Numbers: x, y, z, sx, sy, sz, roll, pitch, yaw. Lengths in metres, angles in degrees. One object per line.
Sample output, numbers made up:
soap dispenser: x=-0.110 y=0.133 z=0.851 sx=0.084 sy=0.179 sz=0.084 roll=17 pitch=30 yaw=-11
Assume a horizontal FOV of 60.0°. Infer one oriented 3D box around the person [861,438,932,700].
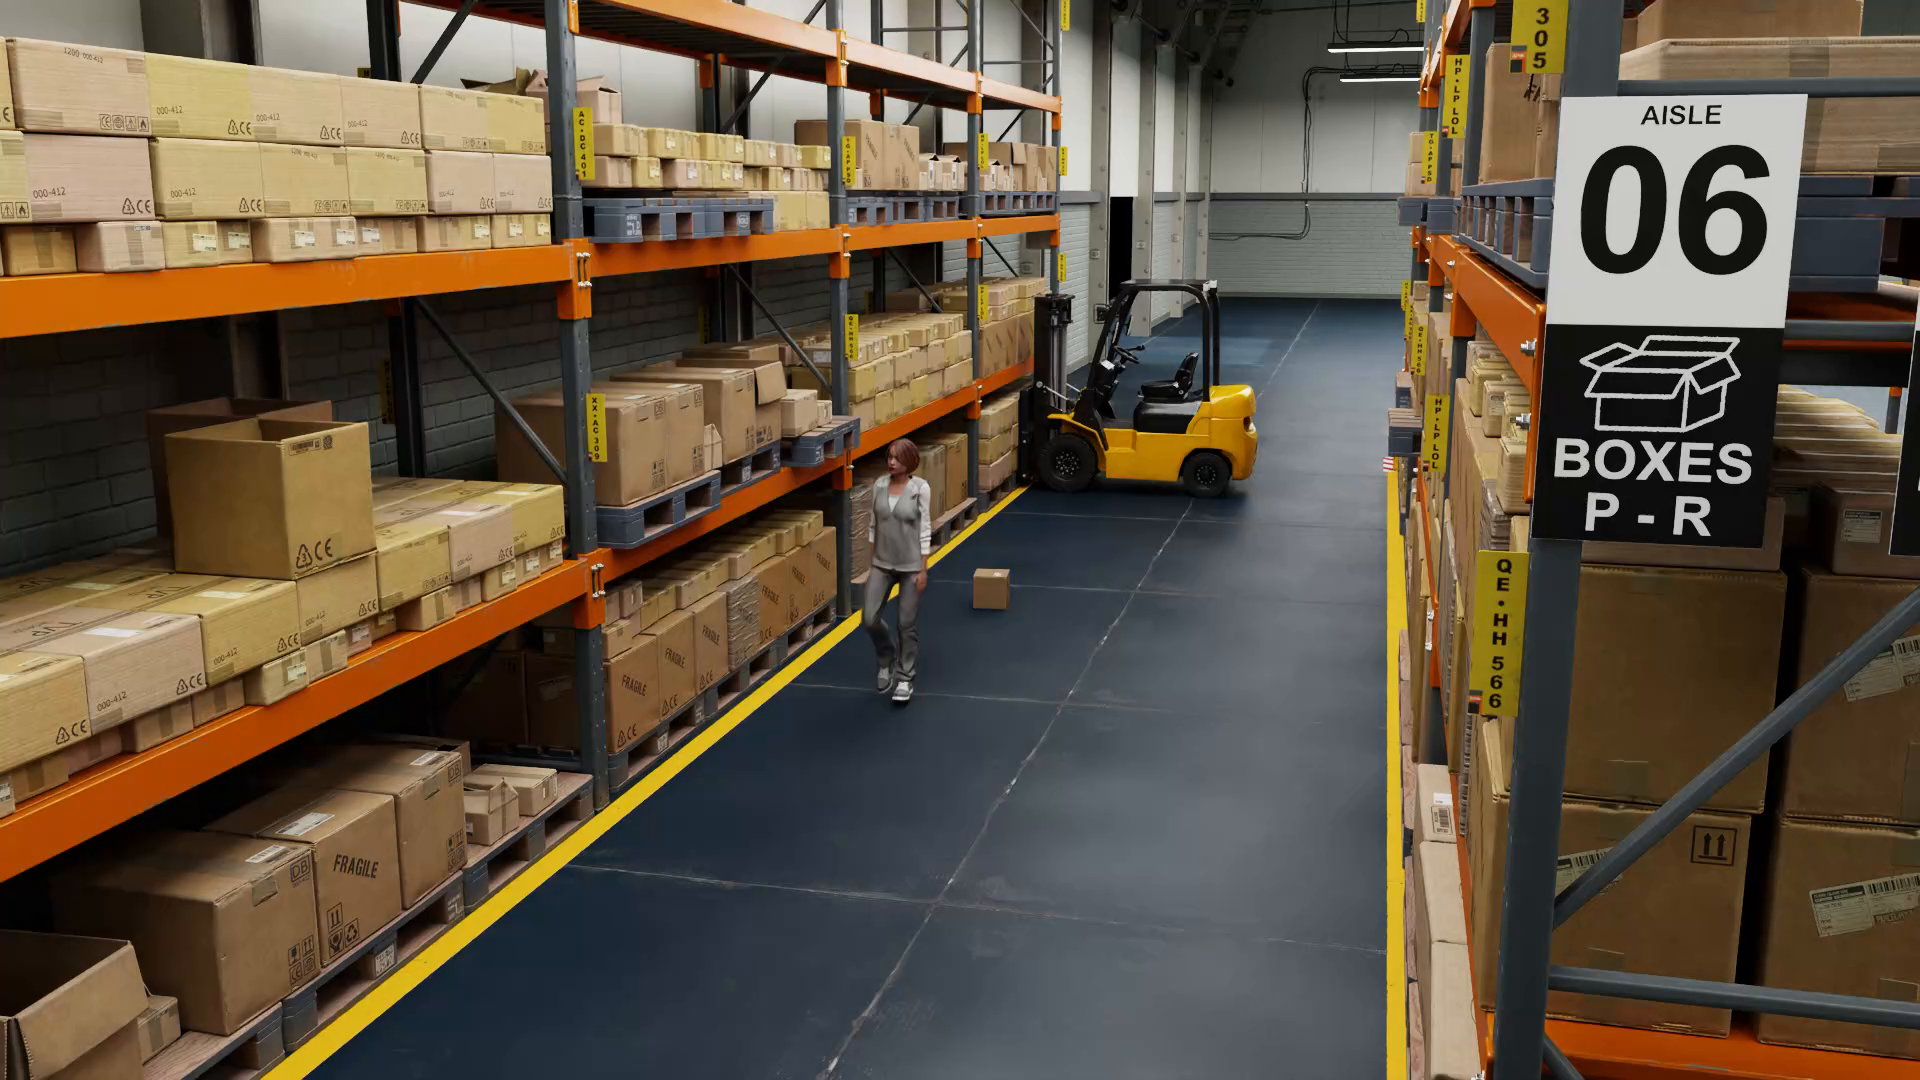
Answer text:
person: x=-0.372 y=0.181 z=9.983 sx=0.414 sy=1.591 sz=0.409 roll=3 pitch=12 yaw=15
